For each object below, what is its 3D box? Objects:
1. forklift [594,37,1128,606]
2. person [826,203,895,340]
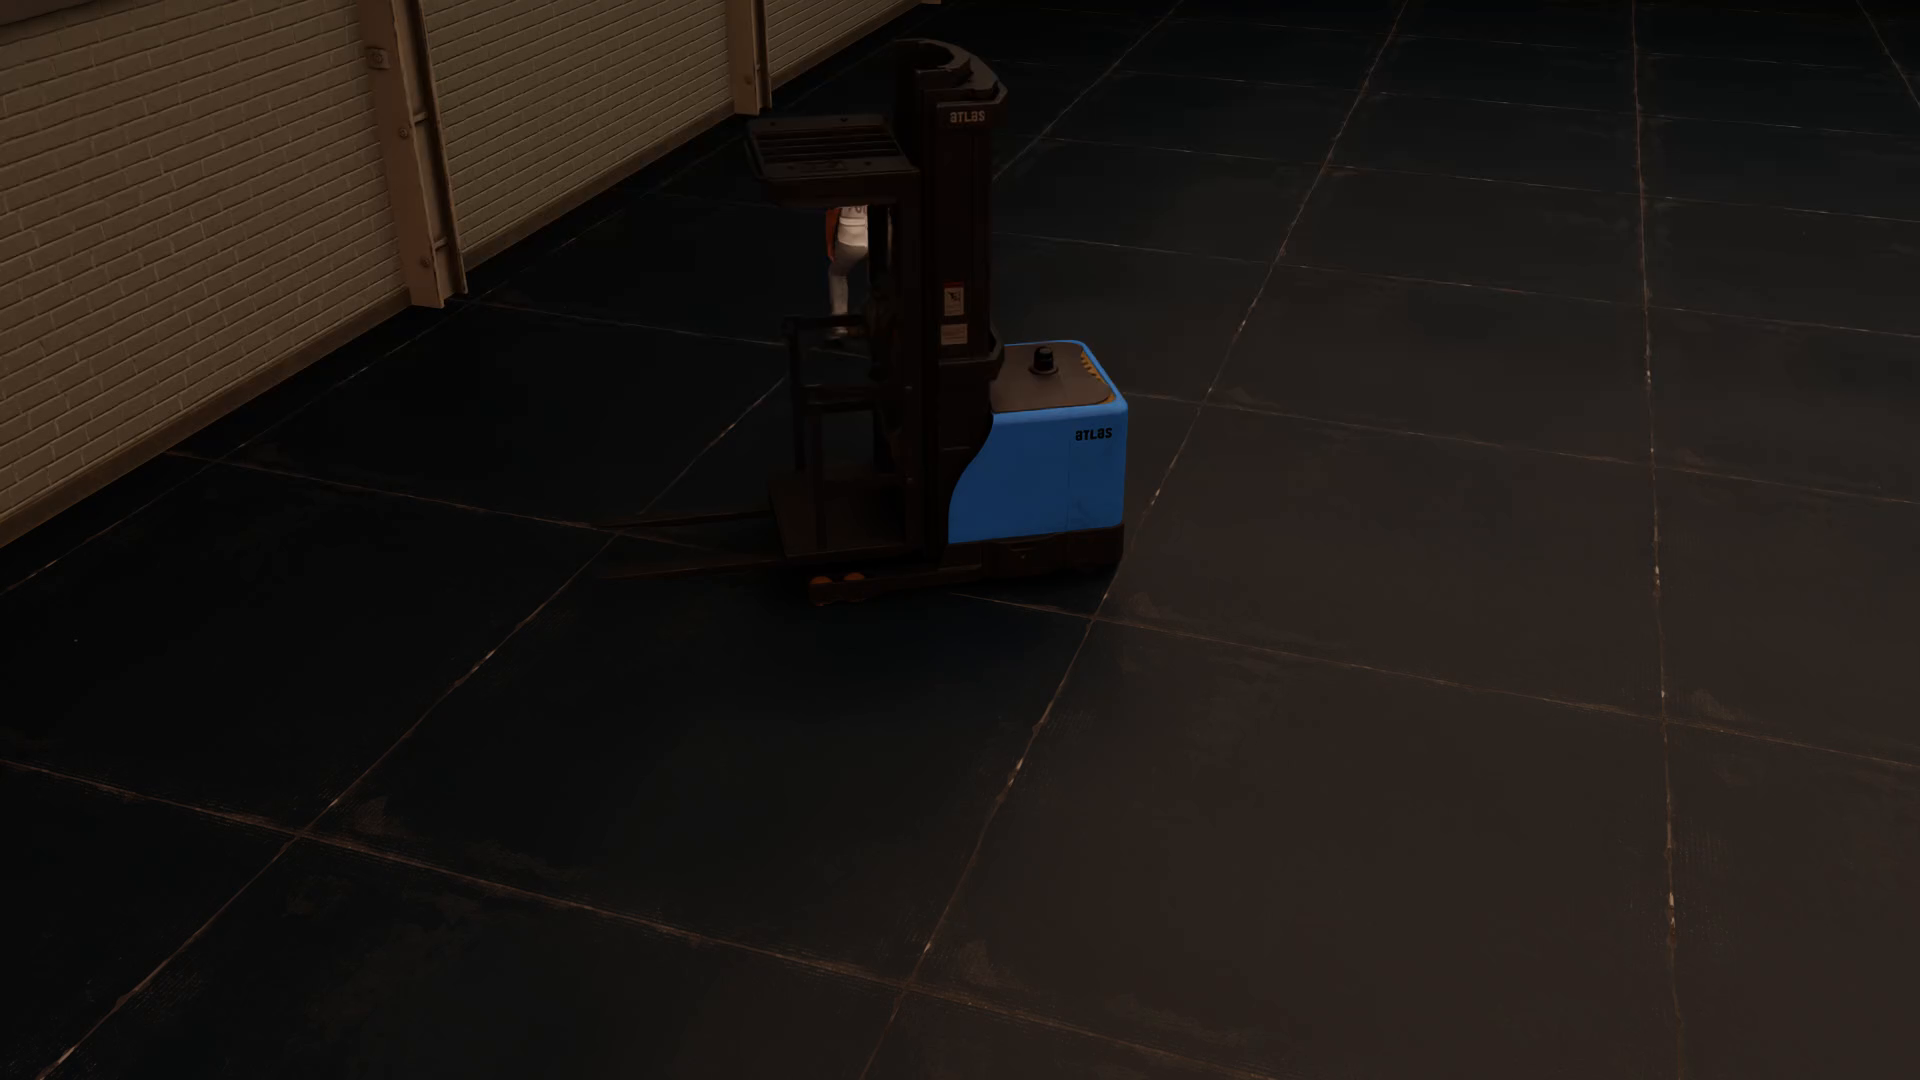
[{"bbox_3d":[-0.614,-1.183,9.212,3.031,2.935,1.130,-6,30,-10],"label":"forklift"},{"bbox_3d":[-0.726,-2.205,12.380,0.589,1.714,0.481,-6,30,-10],"label":"person"}]
